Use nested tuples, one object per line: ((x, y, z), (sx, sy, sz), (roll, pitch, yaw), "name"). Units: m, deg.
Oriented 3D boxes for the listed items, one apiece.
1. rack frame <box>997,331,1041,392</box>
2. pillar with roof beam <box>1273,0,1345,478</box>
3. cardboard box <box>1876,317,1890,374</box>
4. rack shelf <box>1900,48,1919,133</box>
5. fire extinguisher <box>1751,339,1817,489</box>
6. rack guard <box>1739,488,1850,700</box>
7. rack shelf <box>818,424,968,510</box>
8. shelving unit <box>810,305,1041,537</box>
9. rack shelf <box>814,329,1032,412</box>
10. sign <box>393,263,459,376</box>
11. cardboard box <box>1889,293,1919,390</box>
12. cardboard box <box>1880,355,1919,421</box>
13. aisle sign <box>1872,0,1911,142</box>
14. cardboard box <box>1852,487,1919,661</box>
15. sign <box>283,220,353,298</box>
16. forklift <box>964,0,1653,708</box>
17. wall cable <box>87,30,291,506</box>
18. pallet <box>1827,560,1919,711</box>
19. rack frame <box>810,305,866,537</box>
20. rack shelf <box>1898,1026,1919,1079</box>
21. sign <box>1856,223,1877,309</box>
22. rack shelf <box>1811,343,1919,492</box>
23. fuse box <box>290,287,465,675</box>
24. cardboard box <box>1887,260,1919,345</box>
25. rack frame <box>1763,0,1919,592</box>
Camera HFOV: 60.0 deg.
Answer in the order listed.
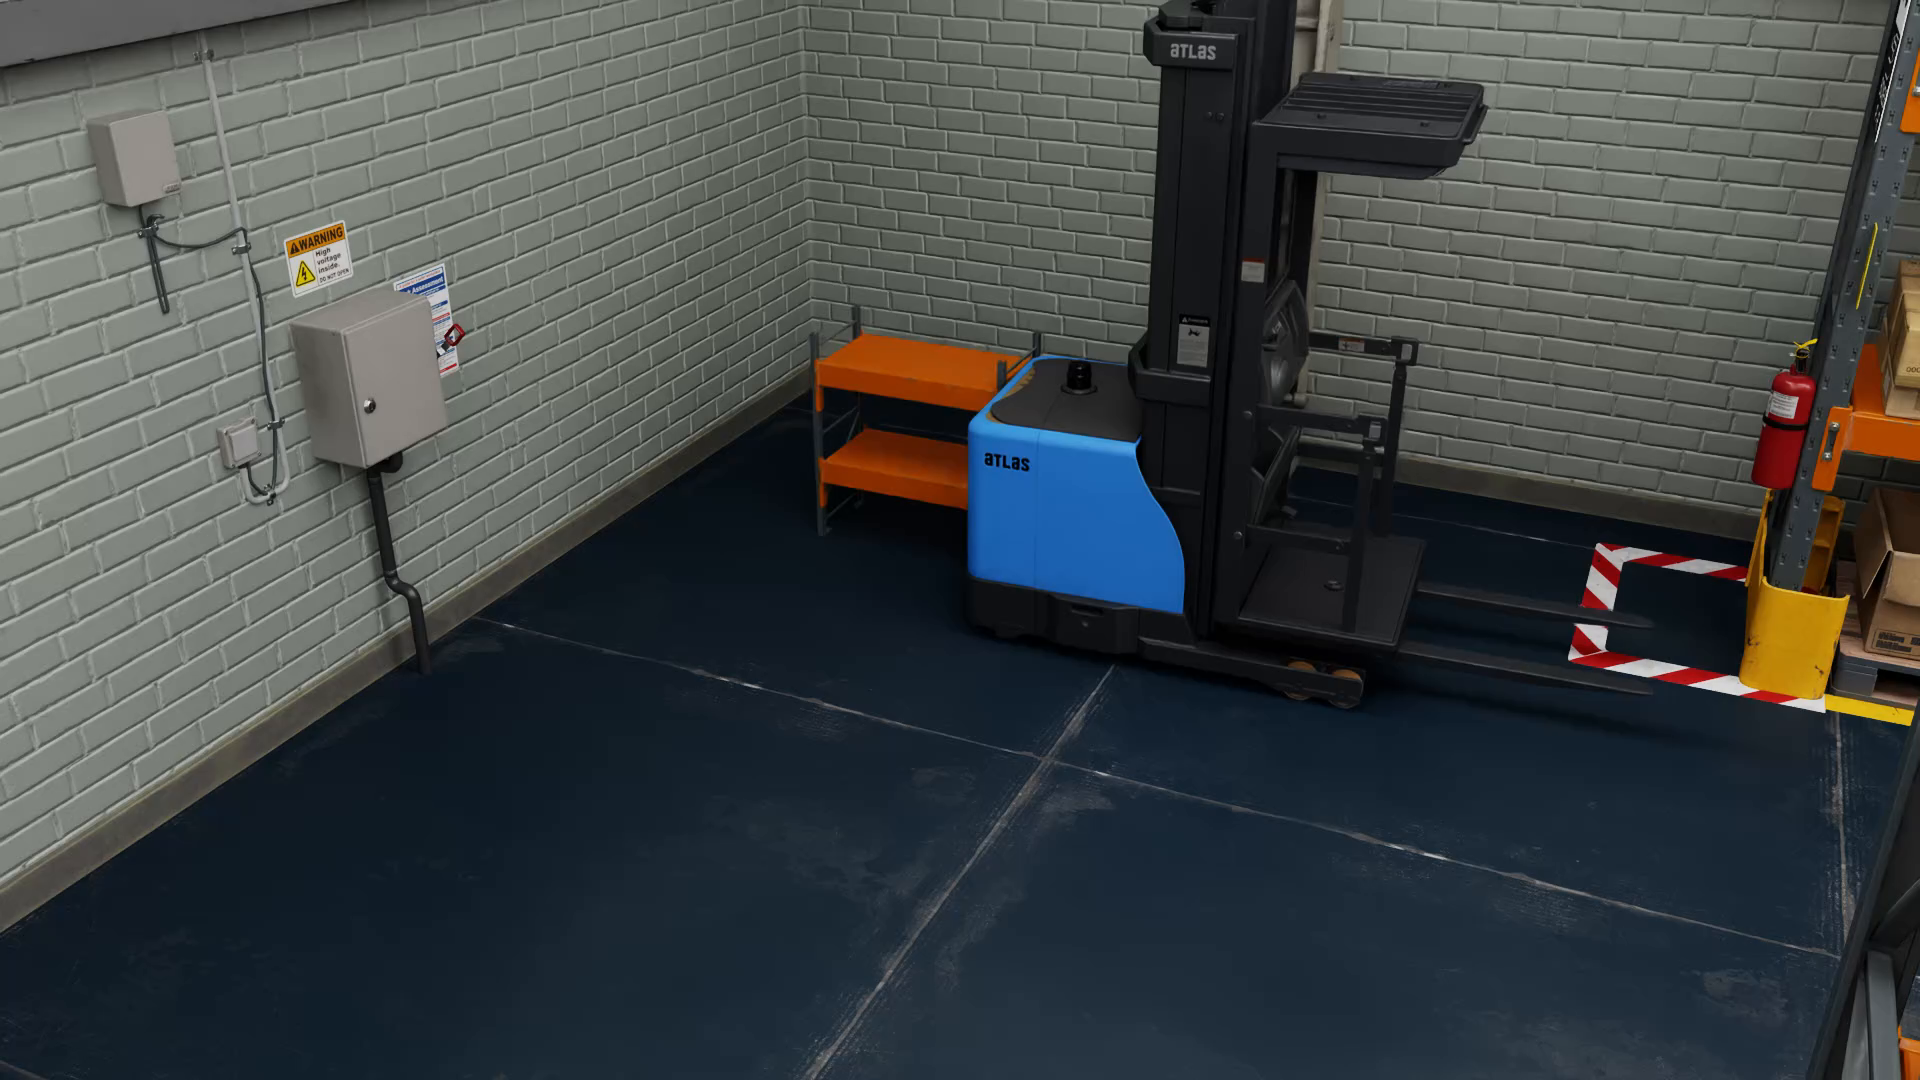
((0.293, -0.441, 8.372), (0.032, 1.125, 0.500), (11, 28, 21), "rack frame")
((-0.056, -2.728, 4.103), (0.400, 9.000, 9.100), (11, 28, 22), "pillar with roof beam")
((4.220, -0.847, 7.359), (0.250, 0.149, 0.380), (11, 28, 21), "cardboard box")
((5.628, -1.570, 5.961), (4.000, 0.370, 1.077), (11, 28, 22), "rack shelf")
((3.482, -0.551, 6.984), (0.183, 0.674, 0.296), (11, 28, 22), "fire extinguisher")
((3.876, 0.223, 7.731), (0.348, 0.500, 1.175), (11, 28, 22), "rack guard")
((-0.171, -0.313, 8.666), (1.000, 0.278, 0.538), (11, 28, 21), "rack shelf")
((-0.171, -0.532, 8.558), (1.048, 1.125, 0.538), (11, 28, 21), "shelving unit")
((-0.171, -0.795, 8.428), (1.000, 0.278, 0.538), (11, 28, 21), "rack shelf")
((-2.368, -0.949, 7.389), (0.001, 0.494, 0.329), (11, 28, 22), "sign")
((4.109, -0.787, 6.786), (0.500, 0.250, 0.500), (12, 28, 22), "cardboard box")
((3.993, -0.629, 6.916), (0.250, 0.149, 0.380), (11, 28, 21), "cardboard box")
((3.624, -1.973, 6.418), (0.004, 0.787, 0.394), (11, 28, 22), "aisle sign")
((4.325, 0.169, 7.361), (0.637, 0.503, 0.797), (10, 28, 20), "cardboard box")
((-2.596, -1.141, 6.737), (0.001, 0.242, 0.339), (11, 28, 22), "sign")
((1.592, -0.846, 7.151), (3.031, 2.935, 1.130), (10, 28, 19), "forklift")
((-2.810, -0.965, 6.165), (0.122, 1.984, 0.588), (11, 28, 22), "wall cable")
((4.602, 0.498, 7.499), (1.213, 0.211, 1.003), (11, 28, 22), "pallet")
((-0.636, -0.624, 8.743), (0.032, 1.125, 0.500), (11, 28, 21), "rack frame")
((3.577, 1.773, 2.568), (4.000, 0.370, 1.077), (11, 28, 22), "rack shelf")
((3.583, -1.082, 6.572), (0.005, 0.325, 0.100), (11, 28, 22), "sign")
((5.628, -0.224, 6.623), (4.000, 0.370, 1.077), (11, 28, 22), "rack shelf")
((-2.384, -0.177, 7.173), (0.414, 1.711, 0.539), (11, 28, 22), "fuse box")
((4.336, -1.001, 7.220), (0.500, 0.250, 0.500), (12, 29, 23), "cardboard box")
((3.807, -0.912, 7.207), (0.127, 3.000, 1.000), (11, 28, 22), "rack frame")
